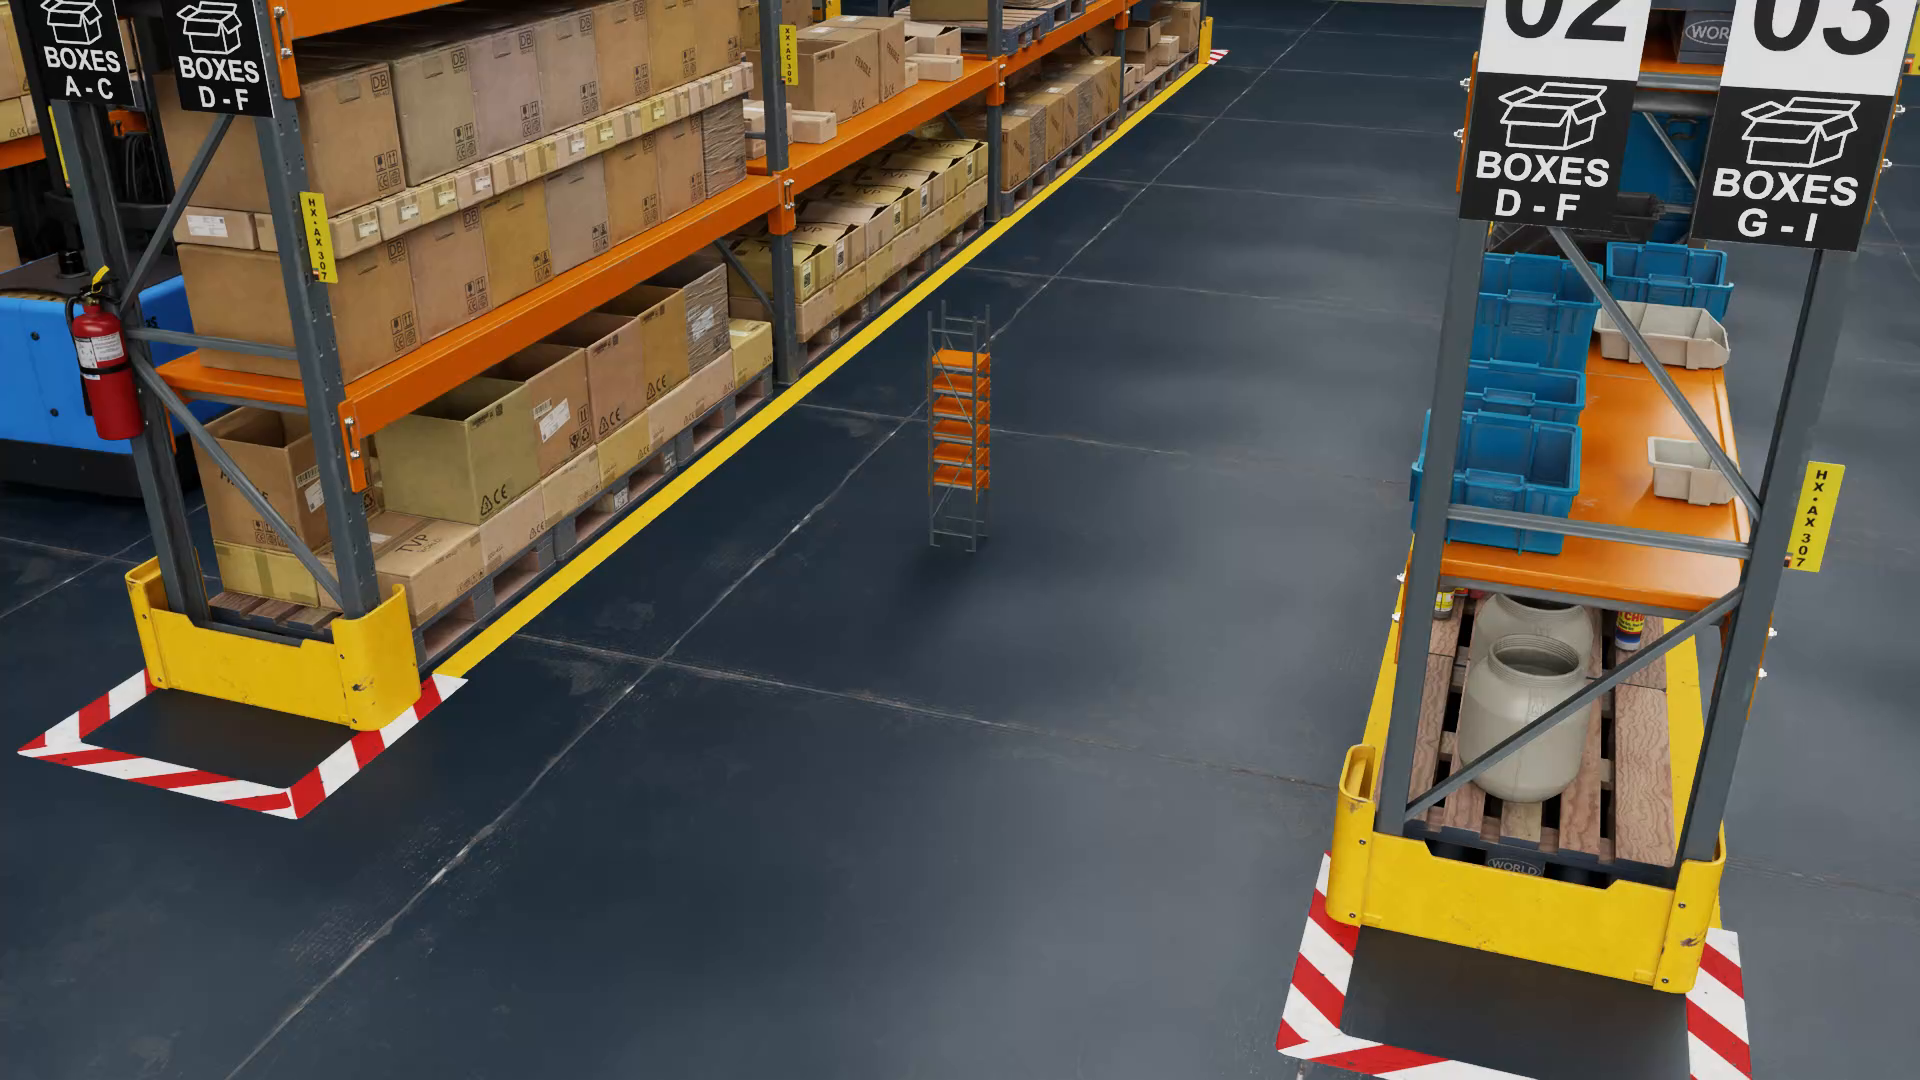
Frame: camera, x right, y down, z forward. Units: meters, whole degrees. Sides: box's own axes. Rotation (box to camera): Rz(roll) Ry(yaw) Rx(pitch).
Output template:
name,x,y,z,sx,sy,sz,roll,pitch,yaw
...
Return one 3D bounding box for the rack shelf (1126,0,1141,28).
name,x,y,z,sx,sy,sz,roll,pitch,yaw
rack shelf,1.840,-6.170,18.376,1.077,0.370,4.000,9,27,17

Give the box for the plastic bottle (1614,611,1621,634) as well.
name,x,y,z,sx,sy,sz,roll,pitch,yaw
plastic bottle,2.782,0.299,6.897,0.097,0.201,0.097,0,26,0

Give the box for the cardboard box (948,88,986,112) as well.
name,x,y,z,sx,sy,sz,roll,pitch,yaw
cardboard box,-0.052,-3.880,14.325,0.500,0.250,0.500,10,28,19

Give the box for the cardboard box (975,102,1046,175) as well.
name,x,y,z,sx,sy,sz,roll,pitch,yaw
cardboard box,0.433,-3.462,14.322,0.500,0.500,0.500,8,27,16

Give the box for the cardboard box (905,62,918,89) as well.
name,x,y,z,sx,sy,sz,roll,pitch,yaw
cardboard box,-0.528,-3.383,12.082,0.380,0.149,0.250,11,28,21

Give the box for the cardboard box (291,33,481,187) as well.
name,x,y,z,sx,sy,sz,roll,pitch,yaw
cardboard box,-2.464,-1.798,6.918,0.700,0.500,0.500,8,27,16

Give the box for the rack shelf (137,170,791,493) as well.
name,x,y,z,sx,sy,sz,roll,pitch,yaw
rack shelf,-2.154,-1.238,8.191,1.077,0.370,4.000,9,27,17

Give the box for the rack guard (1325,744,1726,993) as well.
name,x,y,z,sx,sy,sz,roll,pitch,yaw
rack guard,1.832,1.067,5.473,1.175,0.500,0.348,9,27,17

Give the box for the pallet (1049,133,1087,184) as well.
name,x,y,z,sx,sy,sz,roll,pitch,yaw
pallet,0.535,-3.574,15.389,1.003,0.211,1.213,9,27,17

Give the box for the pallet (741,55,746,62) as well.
name,x,y,z,sx,sy,sz,roll,pitch,yaw
pallet,-3.172,-5.435,19.232,1.003,0.211,1.213,9,27,17

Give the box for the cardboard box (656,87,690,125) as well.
name,x,y,z,sx,sy,sz,roll,pitch,yaw
cardboard box,-1.632,-2.261,8.618,0.380,0.149,0.250,9,27,17

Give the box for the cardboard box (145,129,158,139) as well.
name,x,y,z,sx,sy,sz,roll,pitch,yaw
cardboard box,-5.788,-2.998,12.502,0.500,0.250,0.500,8,27,16

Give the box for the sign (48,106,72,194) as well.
name,x,y,z,sx,sy,sz,roll,pitch,yaw
sign,-3.326,-1.452,6.207,0.100,0.325,0.005,9,27,17

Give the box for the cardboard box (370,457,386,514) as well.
name,x,y,z,sx,sy,sz,roll,pitch,yaw
cardboard box,-2.764,-0.162,7.816,0.500,0.250,0.500,9,27,17

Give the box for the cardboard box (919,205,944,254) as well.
name,x,y,z,sx,sy,sz,roll,pitch,yaw
cardboard box,-0.440,-2.309,12.250,0.500,0.250,0.500,9,27,19

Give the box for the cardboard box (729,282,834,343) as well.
name,x,y,z,sx,sy,sz,roll,pitch,yaw
cardboard box,-1.120,-1.465,10.508,0.500,0.250,0.500,8,27,16

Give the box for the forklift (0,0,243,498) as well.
name,x,y,z,sx,sy,sz,roll,pitch,yaw
forklift,-4.236,-2.155,9.337,1.130,2.935,3.031,7,27,14

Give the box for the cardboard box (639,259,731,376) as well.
name,x,y,z,sx,sy,sz,roll,pitch,yaw
cardboard box,-1.614,-1.247,9.196,0.500,0.500,0.500,9,27,17

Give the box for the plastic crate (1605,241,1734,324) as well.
name,x,y,z,sx,sy,sz,roll,pitch,yaw
plastic crate,3.069,-1.103,7.257,0.499,0.251,0.616,9,27,17

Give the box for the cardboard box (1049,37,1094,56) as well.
name,x,y,z,sx,sy,sz,roll,pitch,yaw
cardboard box,1.096,-5.020,17.539,0.500,0.500,0.500,9,27,17

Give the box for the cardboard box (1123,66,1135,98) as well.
name,x,y,z,sx,sy,sz,roll,pitch,yaw
cardboard box,1.518,-4.801,17.303,0.500,0.311,0.500,9,27,17

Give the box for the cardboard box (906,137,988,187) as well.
name,x,y,z,sx,sy,sz,roll,pitch,yaw
cardboard box,-0.099,-2.981,12.994,0.500,0.311,0.500,9,27,19

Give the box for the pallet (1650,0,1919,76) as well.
name,x,y,z,sx,sy,sz,roll,pitch,yaw
pallet,2.218,-1.611,4.910,1.003,0.211,1.213,9,27,17

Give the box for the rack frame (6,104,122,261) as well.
name,x,y,z,sx,sy,sz,roll,pitch,yaw
rack frame,-6.161,-3.101,11.212,1.000,3.000,0.127,9,27,17

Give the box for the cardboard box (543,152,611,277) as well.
name,x,y,z,sx,sy,sz,roll,pitch,yaw
cardboard box,-2.139,-1.612,8.022,0.700,0.500,0.500,10,27,19

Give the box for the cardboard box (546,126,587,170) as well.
name,x,y,z,sx,sy,sz,roll,pitch,yaw
cardboard box,-1.973,-1.839,7.747,0.380,0.149,0.250,9,27,18

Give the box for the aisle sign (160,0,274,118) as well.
name,x,y,z,sx,sy,sz,roll,pitch,yaw
aisle sign,-2.552,-1.839,5.623,0.394,0.787,0.004,9,27,17

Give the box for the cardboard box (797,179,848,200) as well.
name,x,y,z,sx,sy,sz,roll,pitch,yaw
cardboard box,-1.117,-2.421,11.839,0.500,0.311,0.500,8,27,17

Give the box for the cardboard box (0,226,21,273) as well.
name,x,y,z,sx,sy,sz,roll,pitch,yaw
cardboard box,-6.468,-1.741,10.768,0.500,0.500,0.500,7,27,14

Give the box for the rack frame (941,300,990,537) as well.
name,x,y,z,sx,sy,sz,roll,pitch,yaw
rack frame,0.026,-0.572,8.054,0.240,1.200,0.006,9,27,17

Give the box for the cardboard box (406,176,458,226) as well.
name,x,y,z,sx,sy,sz,roll,pitch,yaw
cardboard box,-2.316,-1.418,6.878,0.380,0.149,0.250,9,27,18

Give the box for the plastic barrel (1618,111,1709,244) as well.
name,x,y,z,sx,sy,sz,roll,pitch,yaw
plastic barrel,3.596,-2.005,8.373,0.600,0.901,0.708,9,27,17

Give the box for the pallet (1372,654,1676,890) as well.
name,x,y,z,sx,sy,sz,roll,pitch,yaw
pallet,2.107,0.864,6.224,1.003,0.211,1.213,9,27,17

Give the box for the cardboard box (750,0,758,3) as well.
name,x,y,z,sx,sy,sz,roll,pitch,yaw
cardboard box,-2.639,-6.382,20.375,0.700,0.500,0.500,8,27,16

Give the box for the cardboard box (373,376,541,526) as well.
name,x,y,z,sx,sy,sz,roll,pitch,yaw
cardboard box,-2.266,-0.423,7.495,0.500,0.500,0.500,9,27,17

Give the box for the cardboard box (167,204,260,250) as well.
name,x,y,z,sx,sy,sz,roll,pitch,yaw
cardboard box,-2.872,-1.262,6.555,0.380,0.149,0.250,8,27,17

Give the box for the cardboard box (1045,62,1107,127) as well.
name,x,y,z,sx,sy,sz,roll,pitch,yaw
cardboard box,1.108,-4.298,16.049,0.500,0.500,0.500,9,27,18

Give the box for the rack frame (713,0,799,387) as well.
name,x,y,z,sx,sy,sz,roll,pitch,yaw
rack frame,-1.488,-2.384,9.732,1.000,3.000,0.127,9,27,17

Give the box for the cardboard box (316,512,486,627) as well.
name,x,y,z,sx,sy,sz,roll,pitch,yaw
cardboard box,-2.431,0.120,7.233,0.500,0.250,0.500,9,27,17

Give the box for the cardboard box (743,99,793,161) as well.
name,x,y,z,sx,sy,sz,roll,pitch,yaw
cardboard box,-1.365,-2.525,10.195,0.500,0.250,0.500,11,28,21

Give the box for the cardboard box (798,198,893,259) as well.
name,x,y,z,sx,sy,sz,roll,pitch,yaw
cardboard box,-0.773,-2.139,11.256,0.500,0.311,0.500,8,27,16

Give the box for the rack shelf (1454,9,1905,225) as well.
name,x,y,z,sx,sy,sz,roll,pitch,yaw
rack shelf,2.516,-1.869,6.051,1.077,0.370,4.000,9,27,17

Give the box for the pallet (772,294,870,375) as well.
name,x,y,z,sx,sy,sz,roll,pitch,yaw
pallet,-1.280,-1.437,10.976,1.003,0.211,1.213,9,27,17

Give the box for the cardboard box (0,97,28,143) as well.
name,x,y,z,sx,sy,sz,roll,pitch,yaw
cardboard box,-6.206,-2.600,10.327,0.500,0.250,0.500,9,27,18

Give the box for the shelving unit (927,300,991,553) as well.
name,x,y,z,sx,sy,sz,roll,pitch,yaw
shelving unit,-0.005,-0.534,7.976,0.258,1.200,0.189,9,27,17

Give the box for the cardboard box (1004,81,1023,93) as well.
name,x,y,z,sx,sy,sz,roll,pitch,yaw
cardboard box,0.274,-3.948,15.326,0.500,0.500,0.500,8,27,15

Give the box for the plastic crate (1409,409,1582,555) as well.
name,x,y,z,sx,sy,sz,roll,pitch,yaw
plastic crate,1.735,-0.203,5.397,0.499,0.251,0.616,9,27,17

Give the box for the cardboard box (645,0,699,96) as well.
name,x,y,z,sx,sy,sz,roll,pitch,yaw
cardboard box,-1.797,-2.622,8.620,0.700,0.500,0.500,9,27,17

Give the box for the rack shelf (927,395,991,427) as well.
name,x,y,z,sx,sy,sz,roll,pitch,yaw
rack shelf,-0.005,-0.602,7.943,0.258,0.103,0.180,9,27,17

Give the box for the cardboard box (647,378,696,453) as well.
name,x,y,z,sx,sy,sz,roll,pitch,yaw
cardboard box,-1.765,-0.702,8.930,0.500,0.250,0.500,9,27,17

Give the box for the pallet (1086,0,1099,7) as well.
name,x,y,z,sx,sy,sz,roll,pitch,yaw
pallet,0.805,-5.273,15.918,1.003,0.211,1.213,9,27,17
